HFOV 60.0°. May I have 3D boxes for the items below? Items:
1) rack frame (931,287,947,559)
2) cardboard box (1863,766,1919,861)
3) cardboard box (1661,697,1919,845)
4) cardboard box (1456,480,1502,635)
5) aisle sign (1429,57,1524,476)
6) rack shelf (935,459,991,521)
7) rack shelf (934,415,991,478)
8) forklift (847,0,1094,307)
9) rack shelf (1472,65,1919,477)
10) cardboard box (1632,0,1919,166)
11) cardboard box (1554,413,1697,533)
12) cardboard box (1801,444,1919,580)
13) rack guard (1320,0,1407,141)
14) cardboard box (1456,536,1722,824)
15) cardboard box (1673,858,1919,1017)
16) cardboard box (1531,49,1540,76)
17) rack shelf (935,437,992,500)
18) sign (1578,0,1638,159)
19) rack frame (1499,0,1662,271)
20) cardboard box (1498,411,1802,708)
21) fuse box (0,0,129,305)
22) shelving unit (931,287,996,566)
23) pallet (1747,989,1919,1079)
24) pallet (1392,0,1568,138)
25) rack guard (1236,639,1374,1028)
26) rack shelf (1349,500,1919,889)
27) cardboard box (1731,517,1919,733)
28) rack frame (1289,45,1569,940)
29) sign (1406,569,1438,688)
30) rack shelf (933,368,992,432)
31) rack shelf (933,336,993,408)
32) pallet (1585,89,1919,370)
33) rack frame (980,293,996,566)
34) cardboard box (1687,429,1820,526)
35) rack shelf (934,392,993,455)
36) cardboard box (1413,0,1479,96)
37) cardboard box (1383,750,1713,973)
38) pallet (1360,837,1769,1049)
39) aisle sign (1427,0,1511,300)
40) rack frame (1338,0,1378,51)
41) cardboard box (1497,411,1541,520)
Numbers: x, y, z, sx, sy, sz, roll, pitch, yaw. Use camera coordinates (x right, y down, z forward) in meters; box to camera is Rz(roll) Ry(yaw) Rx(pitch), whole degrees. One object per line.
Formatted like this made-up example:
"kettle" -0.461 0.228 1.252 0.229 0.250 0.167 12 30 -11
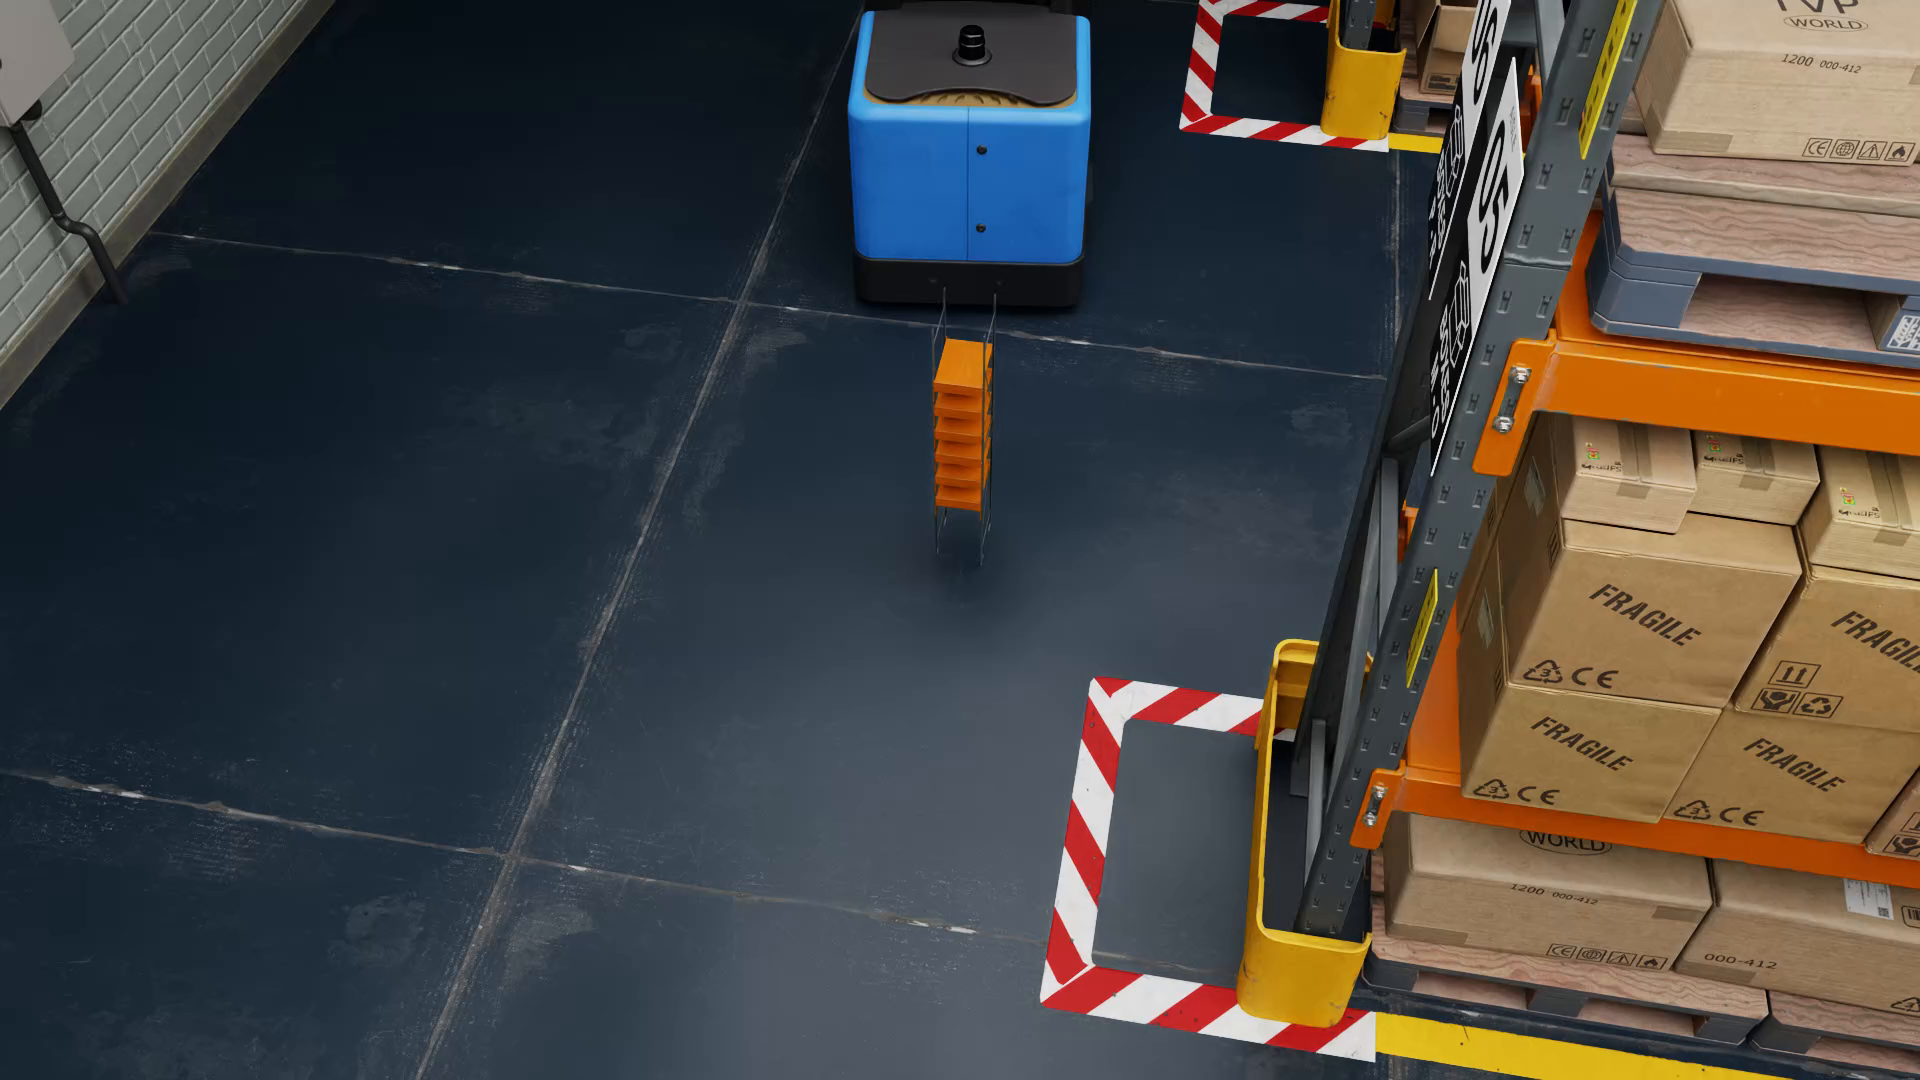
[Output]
"rack frame" -0.076 -0.411 6.285 0.006 1.200 0.240 8 49 7
"cardboard box" 2.603 0.487 4.201 0.500 0.500 0.500 7 48 7
"cardboard box" 2.106 0.406 4.273 0.500 0.500 0.500 7 48 6
"cardboard box" 1.704 -0.044 4.678 0.500 0.500 0.500 8 49 7
"aisle sign" 1.059 -0.547 3.449 0.004 0.787 0.394 8 49 7
"rack shelf" 0.014 -0.209 6.486 0.180 0.103 0.258 8 49 7
"rack shelf" 0.014 -0.369 6.307 0.180 0.103 0.258 8 49 7
"forklift" 0.100 -3.132 7.566 1.130 2.935 3.031 2 48 2
"rack shelf" 3.150 -0.378 3.512 4.000 0.370 1.077 8 49 7
"cardboard box" 1.641 -1.013 3.350 0.500 0.250 0.500 4 48 3
"cardboard box" 1.482 -0.215 3.723 0.250 0.149 0.380 9 49 8
"cardboard box" 1.988 -0.114 3.633 0.250 0.149 0.380 9 49 8
"rack guard" 2.136 -2.669 8.784 0.348 0.500 1.175 8 49 7
"cardboard box" 1.603 0.360 4.315 0.500 0.500 0.500 7 48 7
"cardboard box" 2.751 0.964 5.279 0.875 0.438 0.875 9 49 8
"cardboard box" 3.057 -2.467 8.556 0.250 0.149 0.380 6 48 5
"rack shelf" 0.014 -0.289 6.396 0.180 0.103 0.258 8 49 7
"sign" 1.077 -0.796 2.763 0.005 0.325 0.100 8 49 7
"rack frame" 1.182 -1.886 2.367 0.127 3.000 1.000 8 49 7
"cardboard box" 1.604 0.024 3.945 0.500 0.500 0.500 7 48 6
"fuse box" -3.854 -1.697 7.097 0.414 1.711 0.539 8 49 7
"shelving unit" 0.014 -0.399 6.274 0.189 1.200 0.258 8 49 7
"pallet" 3.180 1.263 5.445 1.213 0.211 1.003 8 49 7
"pallet" 2.920 -2.467 8.797 1.213 0.211 1.003 8 49 7
"rack guard" 1.158 0.952 5.531 0.348 0.500 1.175 8 49 7
"rack shelf" 3.150 0.624 4.628 4.000 0.370 1.077 8 49 7
"cardboard box" 2.113 0.087 3.888 0.500 0.500 0.500 6 48 6
"rack frame" 1.182 0.119 4.598 0.127 3.000 1.000 8 49 7
"sign" 1.077 0.209 3.882 0.005 0.325 0.100 8 49 7
"rack shelf" 0.014 -0.530 6.128 0.180 0.103 0.258 8 49 7
"rack shelf" 0.014 -0.610 6.039 0.180 0.103 0.258 8 49 7
"pallet" 1.914 -0.763 3.434 1.213 0.211 1.003 8 49 7
"rack frame" 0.104 -0.387 6.263 0.006 1.200 0.240 8 49 7
"cardboard box" 1.753 -0.233 3.739 0.250 0.149 0.380 9 49 8
"rack shelf" 0.014 -0.450 6.218 0.180 0.103 0.258 8 49 7
"cardboard box" 2.646 -2.670 8.501 0.637 0.503 0.797 6 48 5
"cardboard box" 1.849 0.850 5.382 0.875 0.438 0.875 6 48 6
"pallet" 1.983 1.100 5.592 1.213 0.211 1.003 8 49 7
"aisle sign" 1.166 -0.986 3.844 0.004 0.787 0.394 8 49 7
"rack frame" 2.061 -3.514 7.863 0.127 3.000 1.000 8 49 7
"cardboard box" 1.699 -0.359 4.288 0.500 0.500 0.500 9 49 8
